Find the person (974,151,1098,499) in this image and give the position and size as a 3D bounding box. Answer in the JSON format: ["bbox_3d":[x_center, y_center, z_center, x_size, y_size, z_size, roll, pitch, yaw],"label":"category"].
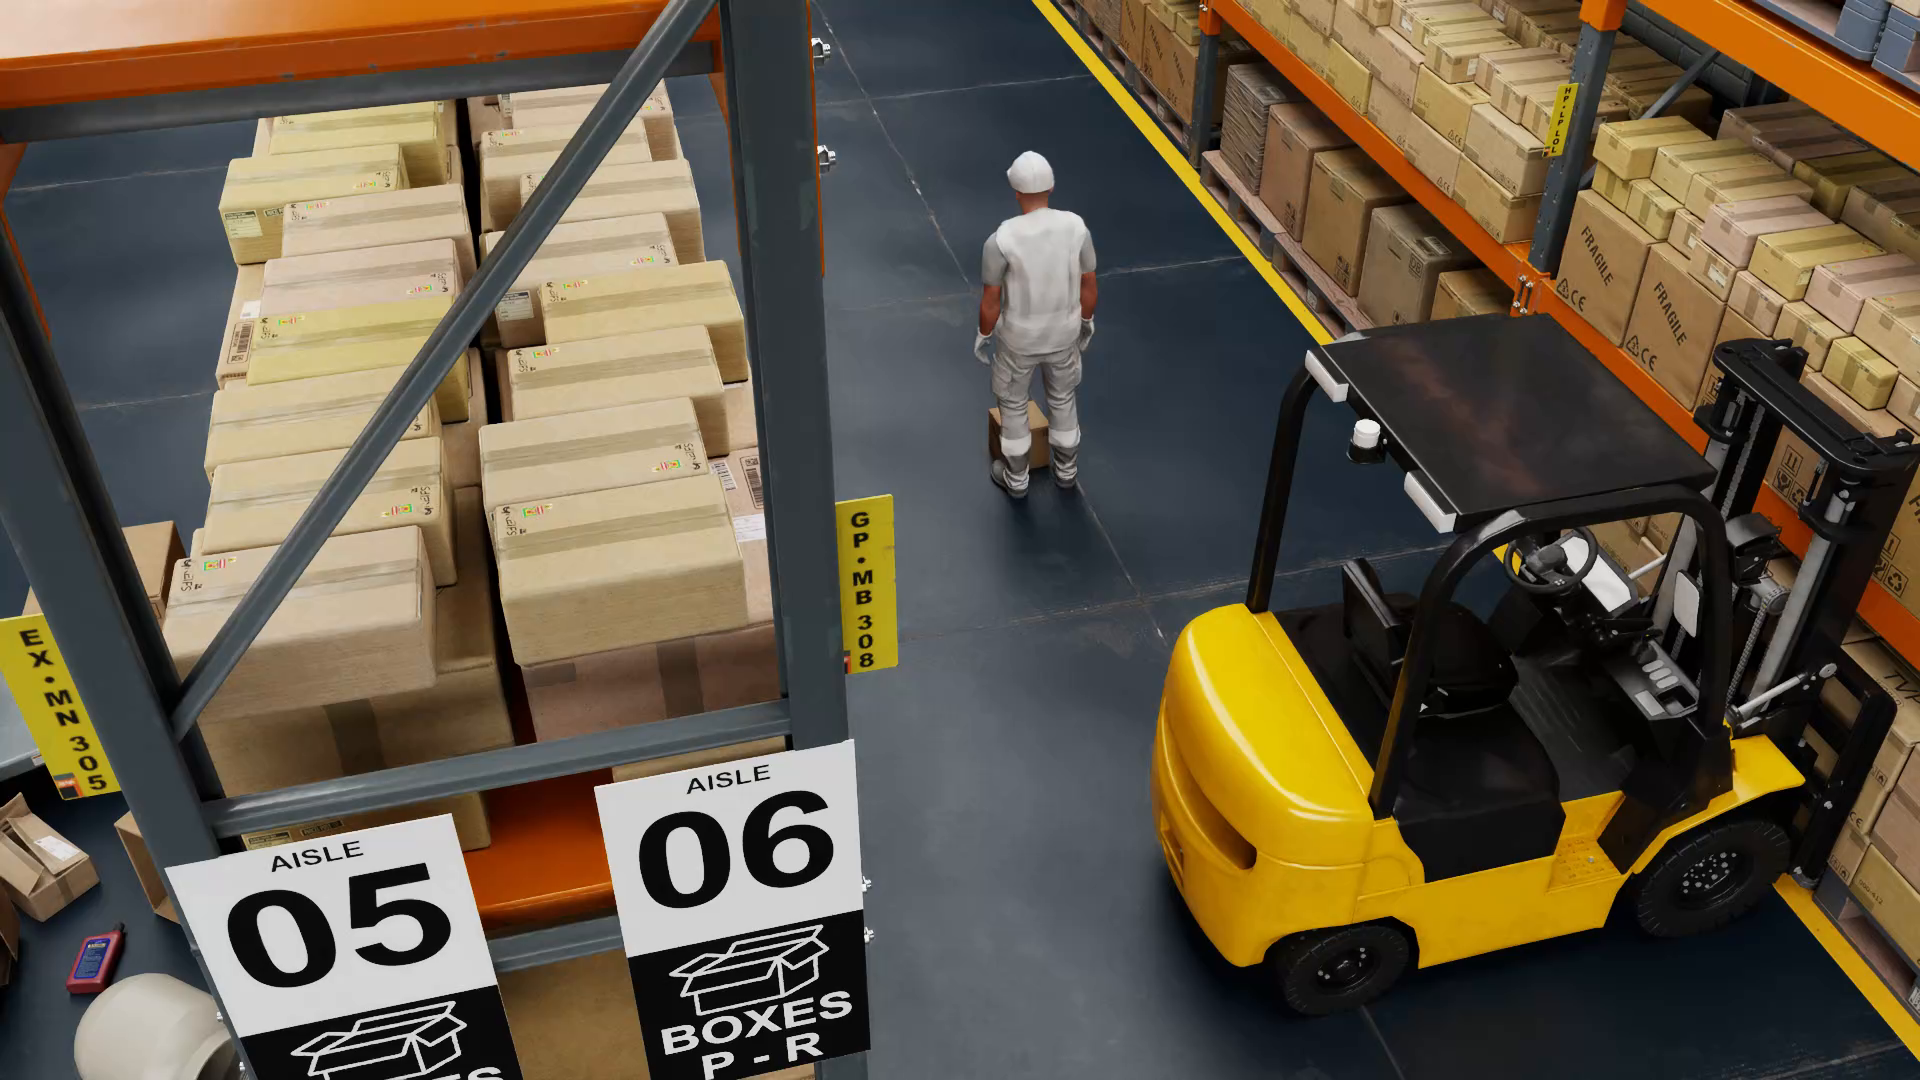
[{"bbox_3d":[0.364,-1.003,7.994,0.609,1.779,0.454,-10,39,-12],"label":"person"}]
